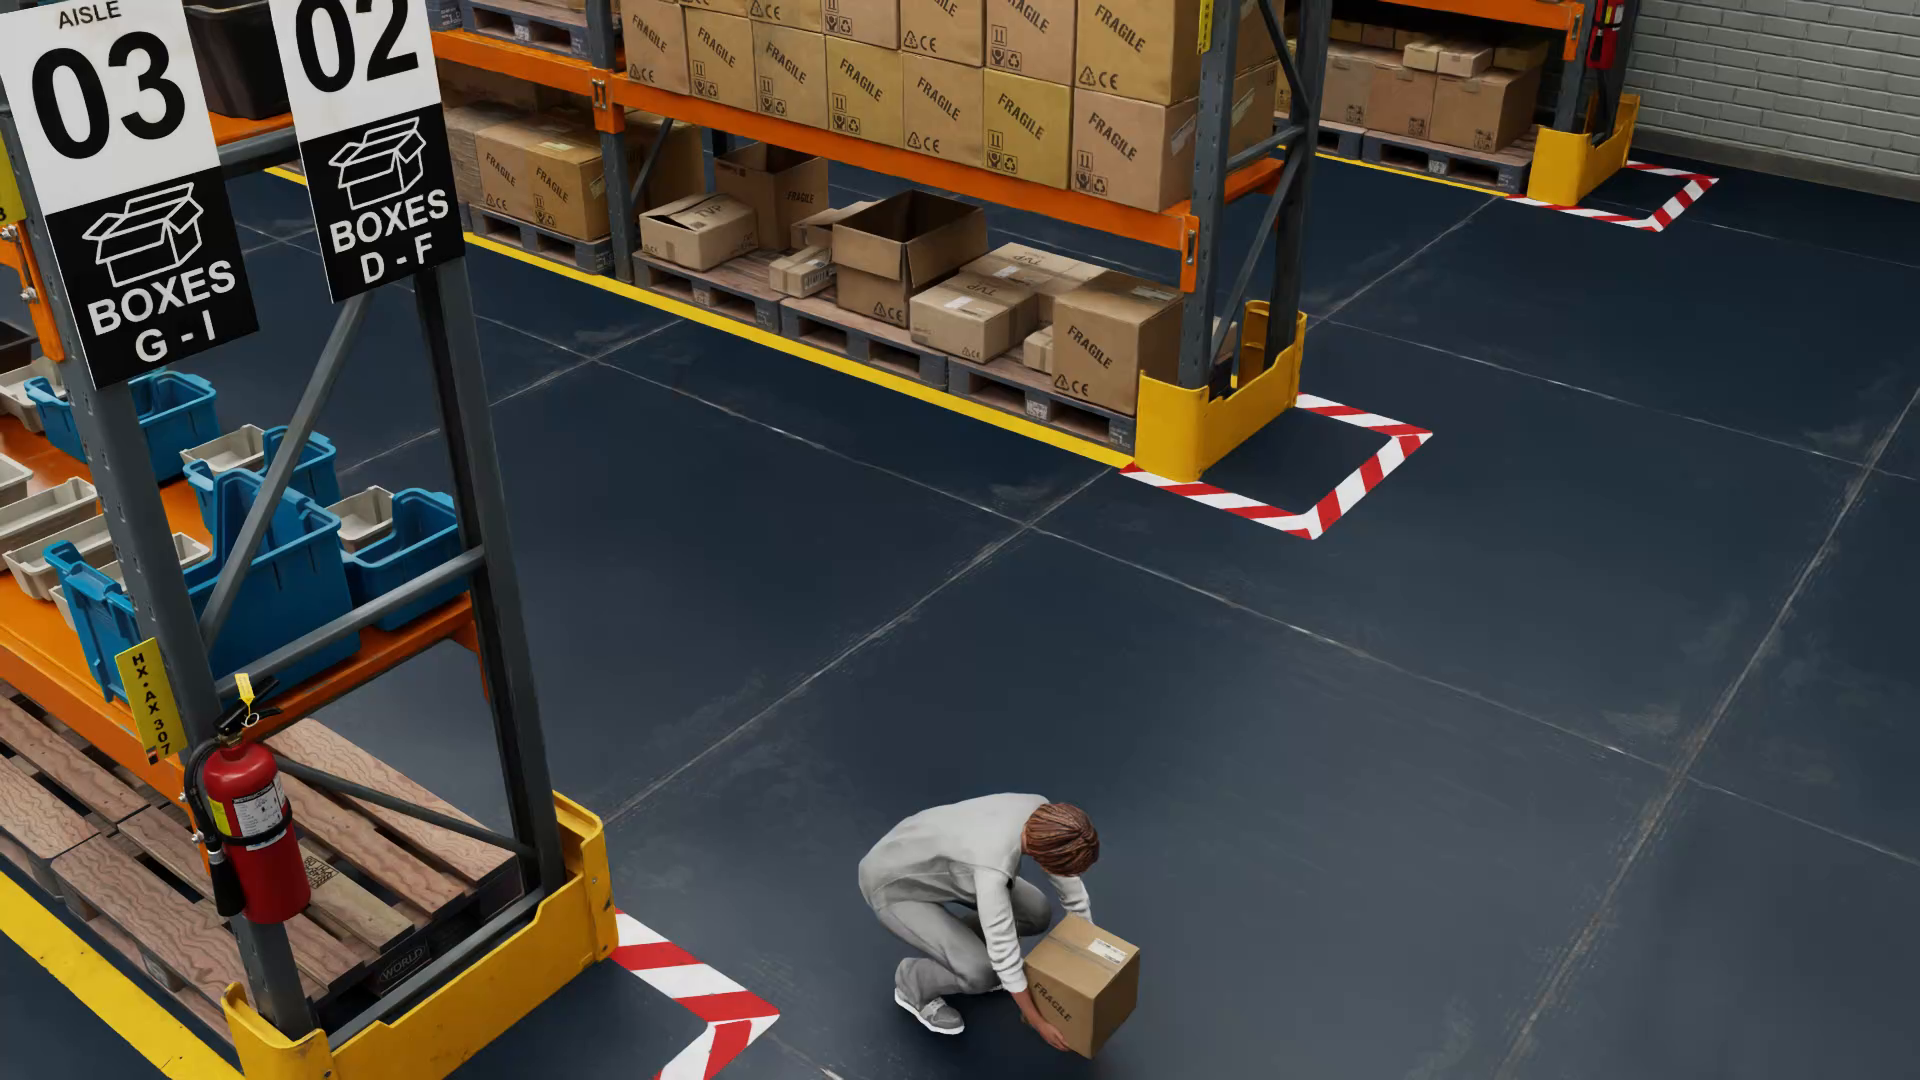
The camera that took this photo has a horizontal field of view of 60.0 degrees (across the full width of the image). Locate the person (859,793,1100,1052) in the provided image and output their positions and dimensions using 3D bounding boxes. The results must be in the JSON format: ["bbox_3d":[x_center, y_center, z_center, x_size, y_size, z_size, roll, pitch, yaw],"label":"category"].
[{"bbox_3d":[0.075,1.097,5.029,0.812,0.886,0.448,21,37,31],"label":"person"}]
